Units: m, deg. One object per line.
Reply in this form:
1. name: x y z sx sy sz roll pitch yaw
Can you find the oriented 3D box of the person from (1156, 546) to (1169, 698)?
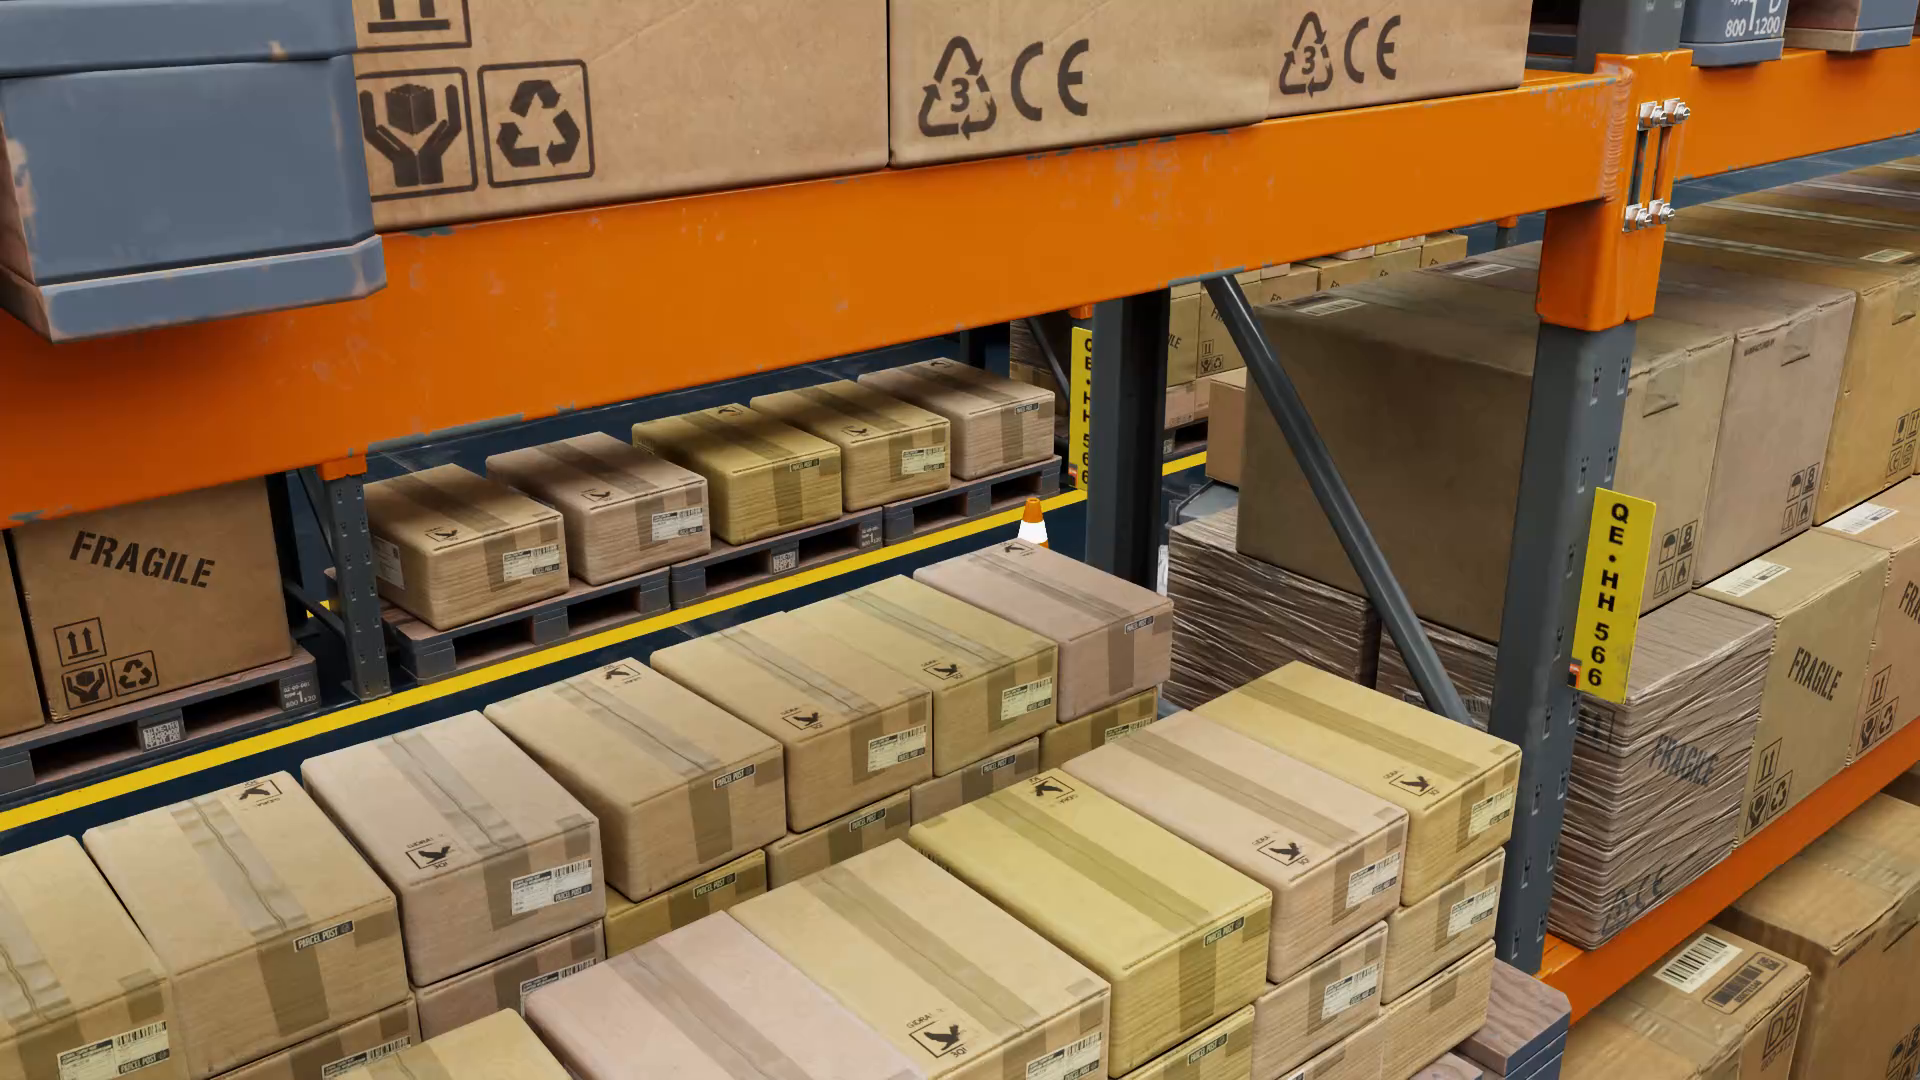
1. person: 0.819 0.419 5.953 0.462 0.980 0.908 -19 28 -39
